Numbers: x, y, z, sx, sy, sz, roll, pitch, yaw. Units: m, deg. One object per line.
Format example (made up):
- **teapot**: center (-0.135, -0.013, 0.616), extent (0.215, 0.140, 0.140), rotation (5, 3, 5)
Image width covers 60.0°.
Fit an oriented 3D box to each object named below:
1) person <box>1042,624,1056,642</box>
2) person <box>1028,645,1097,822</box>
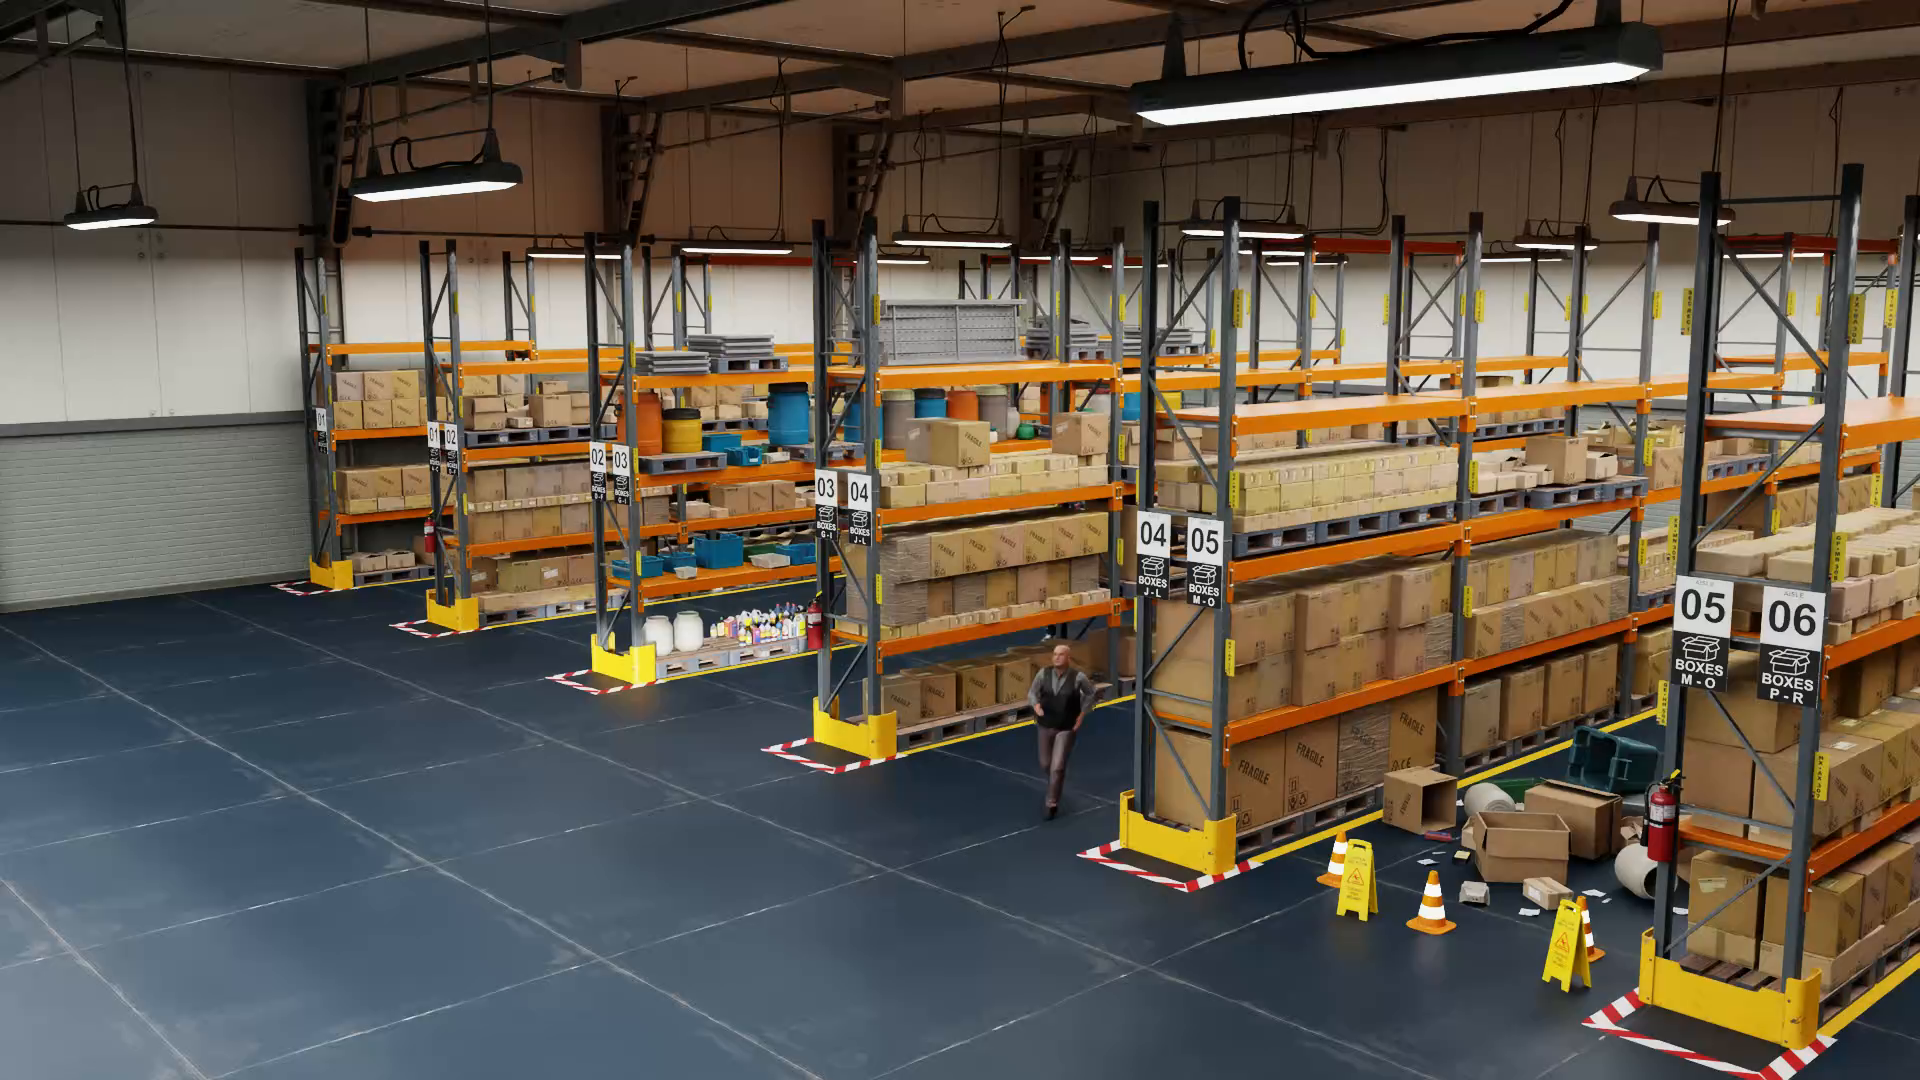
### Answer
- **person**: center (1.218, 0.671, 23.477), extent (0.503, 1.568, 0.475), rotation (8, 11, 43)
- **person**: center (1.013, 1.893, 16.711), extent (0.671, 1.735, 0.839), rotation (3, 9, 22)
